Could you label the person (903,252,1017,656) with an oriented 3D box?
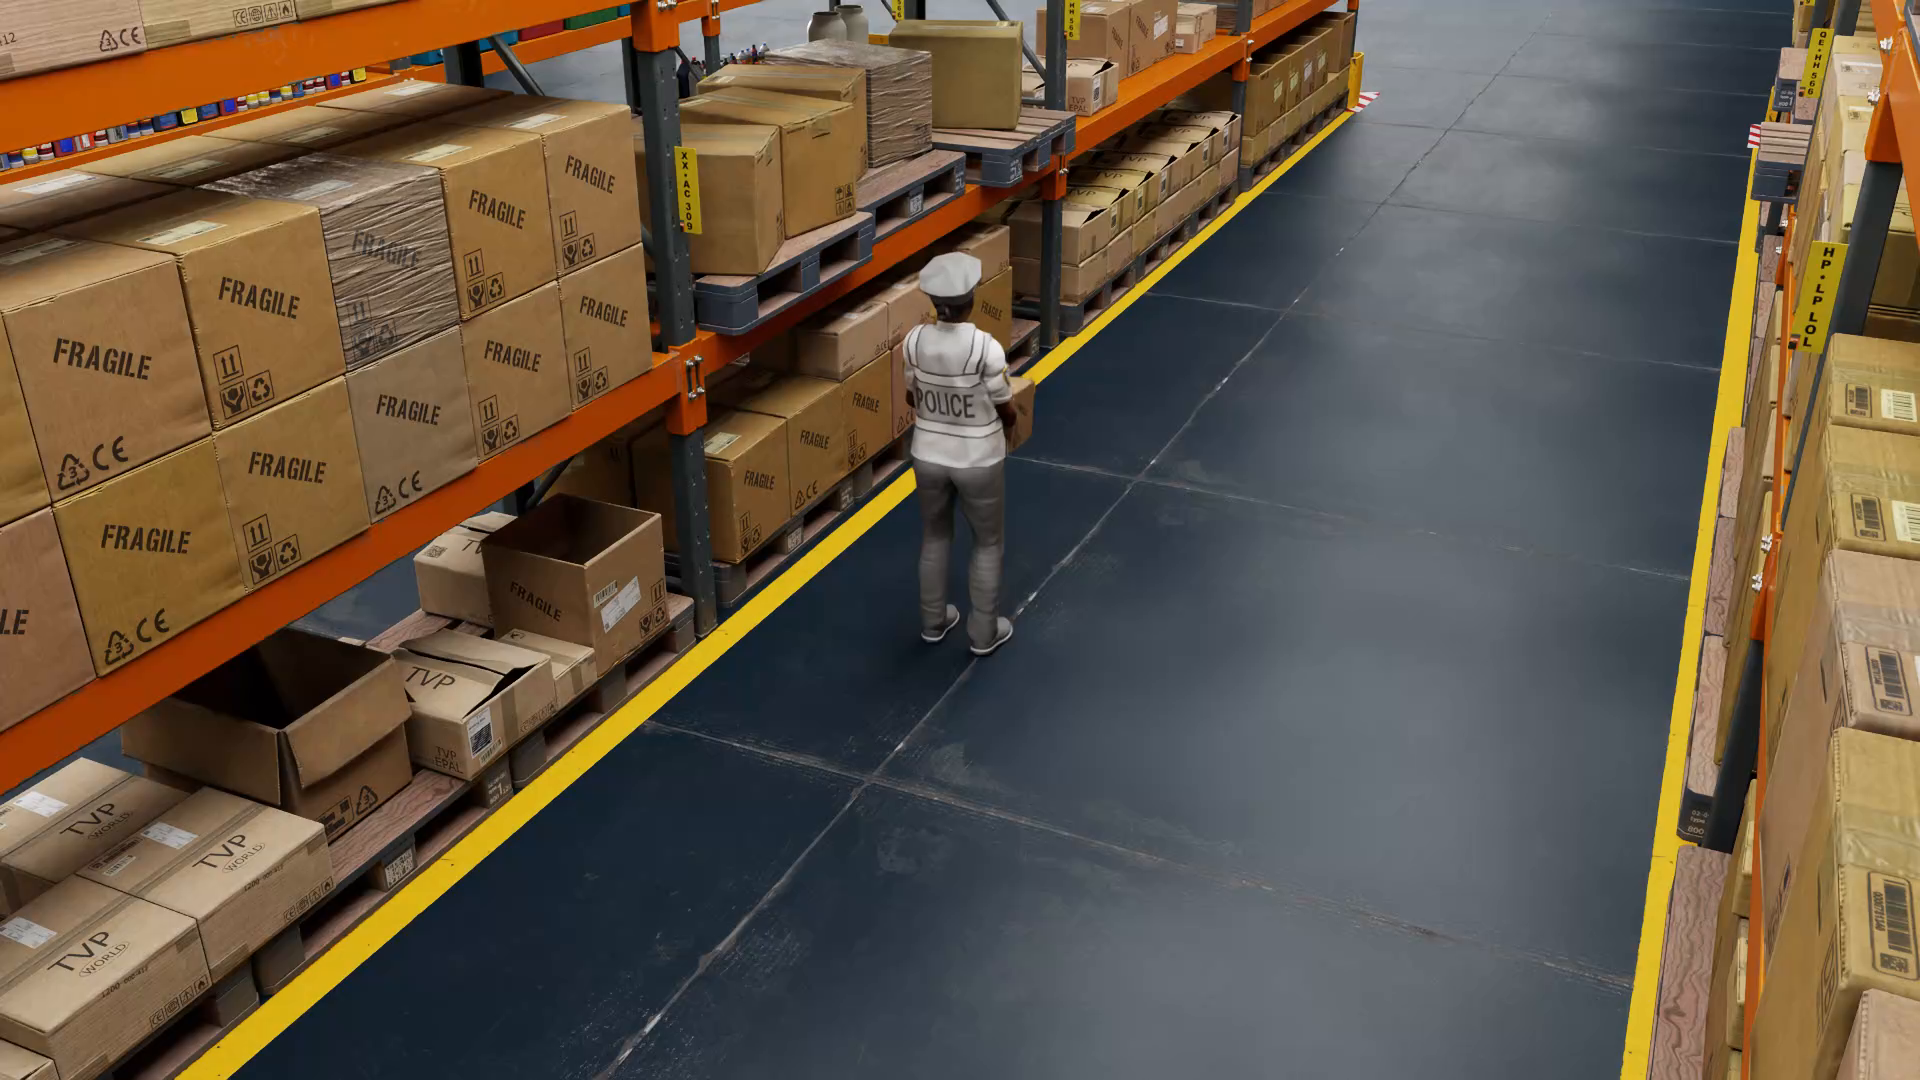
[{"bbox_3d":[0.022,-0.362,6.810,0.468,1.692,0.503,10,28,20],"label":"person"}]
